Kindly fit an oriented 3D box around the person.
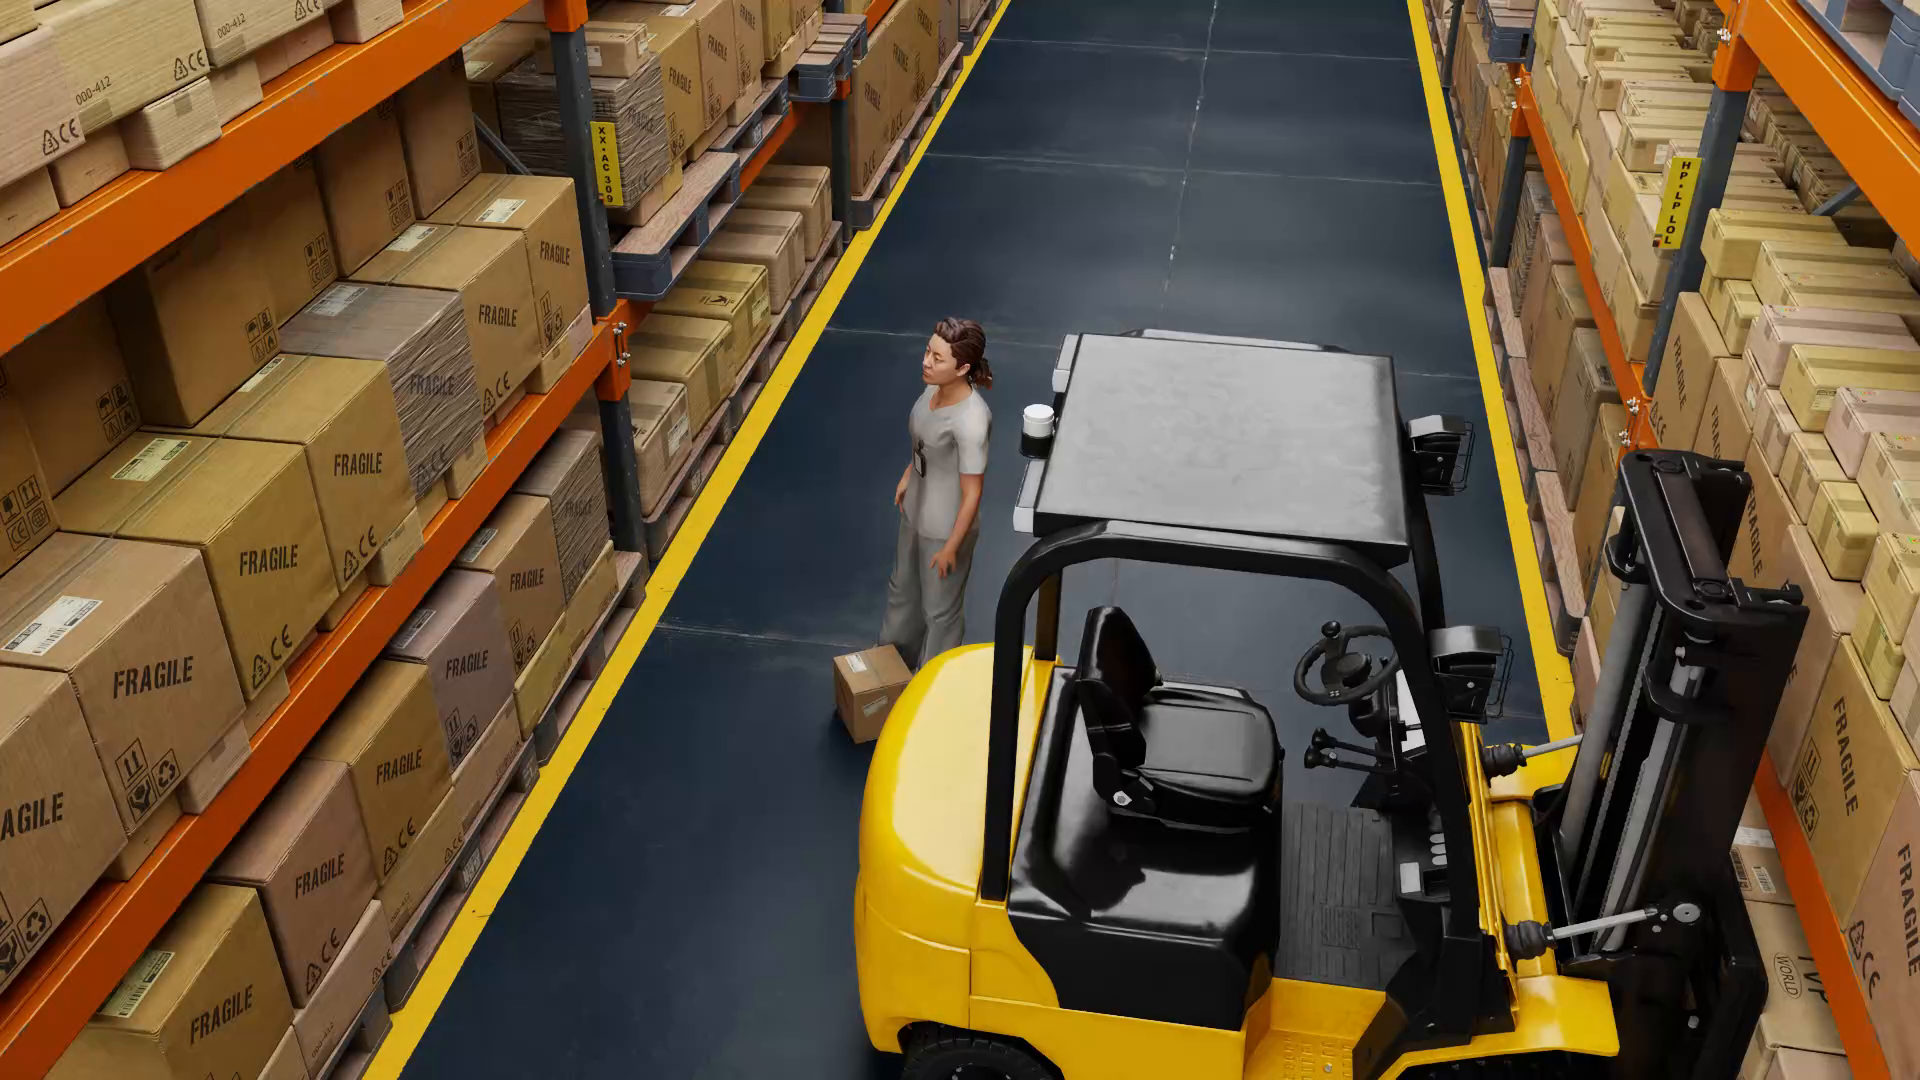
[{"bbox_3d":[-0.153,-0.050,6.227,0.527,1.644,0.549,-11,34,-16],"label":"person"}]
